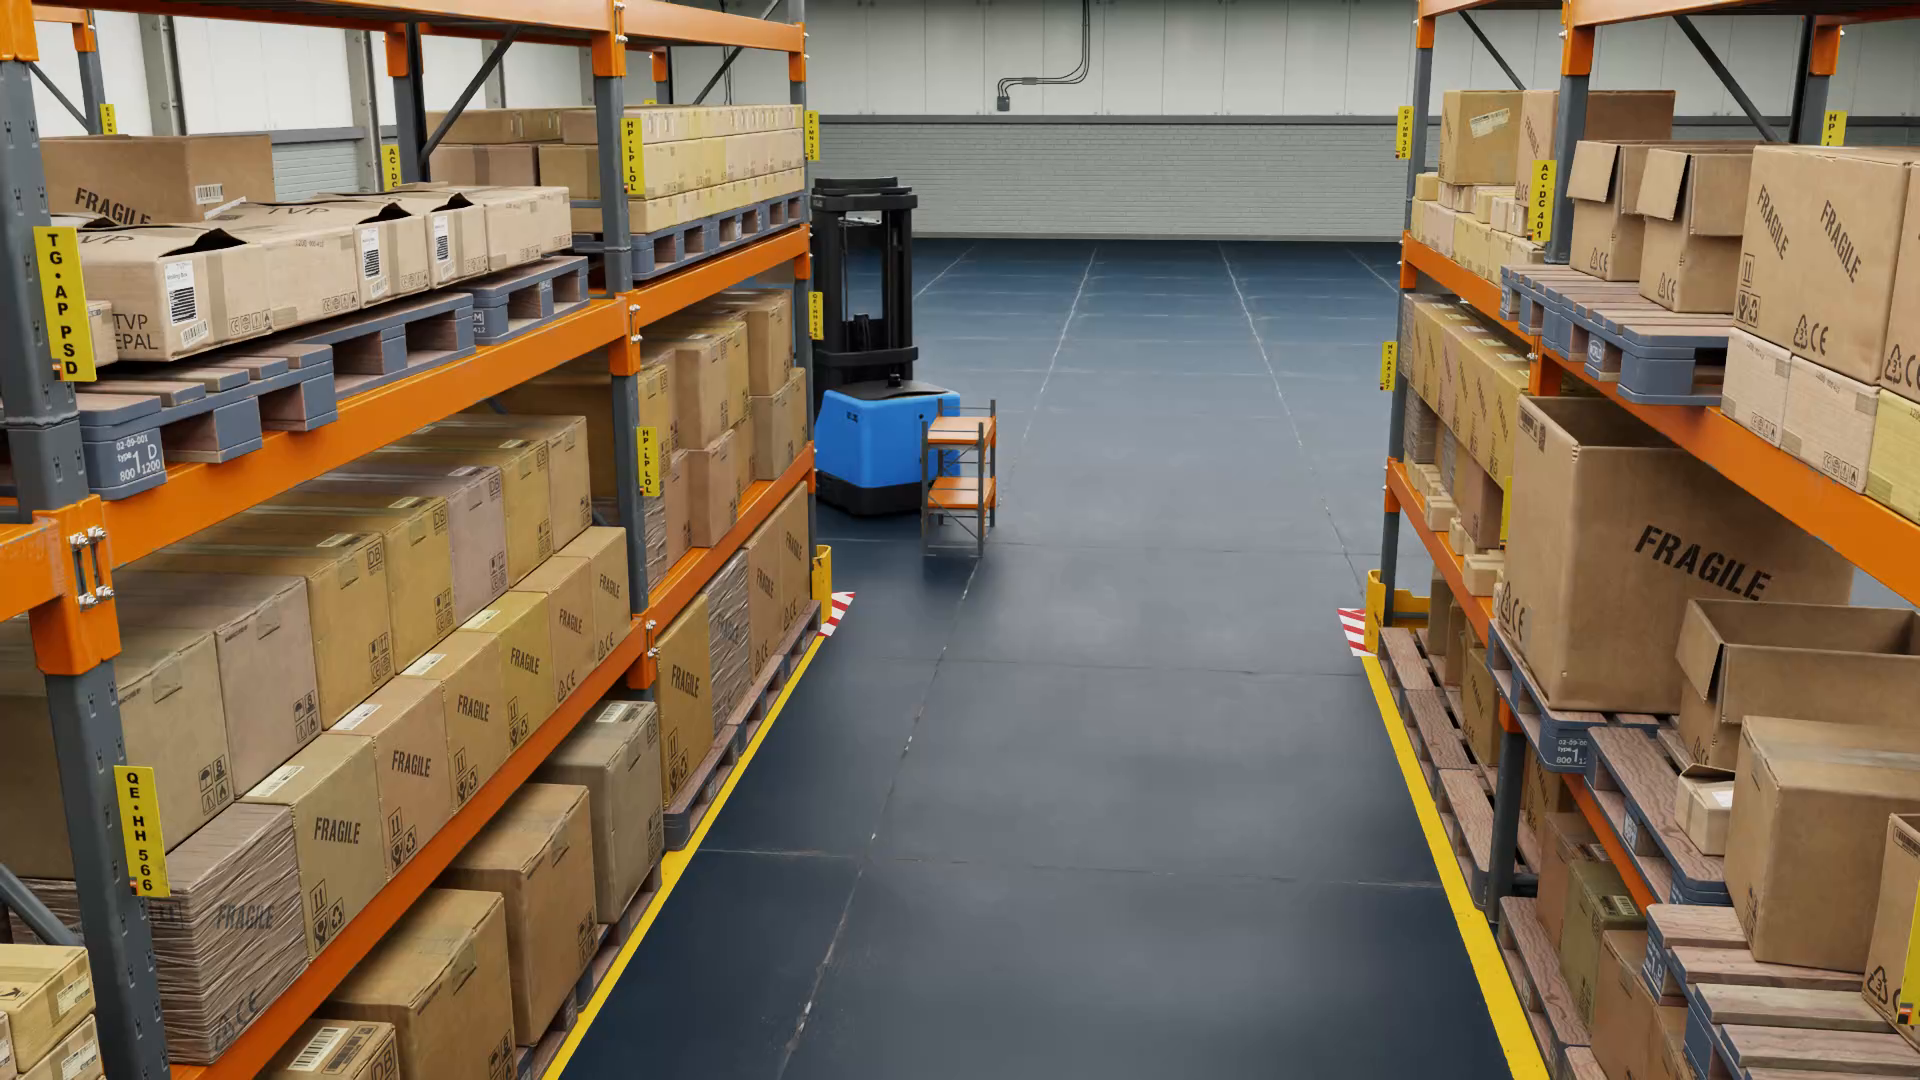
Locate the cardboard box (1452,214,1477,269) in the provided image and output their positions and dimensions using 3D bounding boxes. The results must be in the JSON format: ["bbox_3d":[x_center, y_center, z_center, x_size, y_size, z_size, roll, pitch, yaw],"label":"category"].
[{"bbox_3d":[2.907,-1.580,8.799,0.500,0.250,0.500,2,15,8],"label":"cardboard box"}]

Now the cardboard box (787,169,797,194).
[{"bbox_3d":[-1.263,-2.308,10.688,0.380,0.149,0.250,2,15,7],"label":"cardboard box"}]

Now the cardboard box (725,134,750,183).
[{"bbox_3d":[-1.483,-2.136,9.289,0.500,0.250,0.500,2,15,7],"label":"cardboard box"}]

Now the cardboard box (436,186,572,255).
[{"bbox_3d":[-1.905,-1.293,6.741,0.500,0.250,0.500,2,15,7],"label":"cardboard box"}]

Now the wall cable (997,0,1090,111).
[{"bbox_3d":[2.093,-13.762,41.302,2.305,6.003,0.169,2,15,6],"label":"wall cable"}]

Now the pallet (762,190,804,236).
[{"bbox_3d":[-1.607,-2.104,10.620,1.003,0.211,1.213,2,15,6],"label":"pallet"}]

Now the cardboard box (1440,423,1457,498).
[{"bbox_3d":[3.258,-0.508,9.531,0.875,0.500,0.500,2,15,6],"label":"cardboard box"}]

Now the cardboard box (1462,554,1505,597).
[{"bbox_3d":[2.708,0.179,8.233,0.380,0.149,0.250,2,15,6],"label":"cardboard box"}]

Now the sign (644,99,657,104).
[{"bbox_3d":[-2.084,-2.818,11.263,0.100,0.325,0.005,2,15,6],"label":"sign"}]

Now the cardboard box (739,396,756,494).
[{"bbox_3d":[-1.758,-0.581,10.278,0.875,0.550,0.550,2,15,6],"label":"cardboard box"}]

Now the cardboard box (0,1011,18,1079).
[{"bbox_3d":[-2.066,1.020,3.179,0.380,0.149,0.250,2,15,6],"label":"cardboard box"}]

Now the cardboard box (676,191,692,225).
[{"bbox_3d":[-1.549,-1.648,8.249,0.380,0.149,0.250,2,15,6],"label":"cardboard box"}]

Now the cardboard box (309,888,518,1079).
[{"bbox_3d":[-2.182,1.685,5.691,1.050,0.750,0.750,2,15,7],"label":"cardboard box"}]

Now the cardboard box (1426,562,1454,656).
[{"bbox_3d":[3.297,0.446,10.749,0.500,0.500,0.500,5,16,17],"label":"cardboard box"}]

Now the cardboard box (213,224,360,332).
[{"bbox_3d":[-2.079,-0.754,4.750,0.500,0.250,0.500,2,15,8],"label":"cardboard box"}]

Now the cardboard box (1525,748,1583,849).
[{"bbox_3d":[3.017,1.220,7.889,0.500,0.500,0.500,1,15,5],"label":"cardboard box"}]

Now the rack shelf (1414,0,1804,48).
[{"bbox_3d":[3.158,-2.748,8.468,1.077,0.370,4.000,2,15,6],"label":"rack shelf"}]

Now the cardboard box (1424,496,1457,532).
[{"bbox_3d":[2.849,-0.145,9.432,0.380,0.149,0.250,2,15,6],"label":"cardboard box"}]

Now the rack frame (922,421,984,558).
[{"bbox_3d":[-0.058,-0.409,13.521,0.500,1.125,0.032,2,15,6],"label":"rack frame"}]

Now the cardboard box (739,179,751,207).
[{"bbox_3d":[-1.407,-1.977,9.467,0.380,0.149,0.250,2,15,7],"label":"cardboard box"}]

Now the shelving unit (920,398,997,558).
[{"bbox_3d":[-0.001,-0.541,14.009,0.538,1.125,1.048,2,15,6],"label":"shelving unit"}]

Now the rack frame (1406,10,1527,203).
[{"bbox_3d":[3.384,-3.615,10.292,1.000,3.000,0.127,2,15,6],"label":"rack frame"}]

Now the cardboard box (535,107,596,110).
[{"bbox_3d":[-2.117,-2.248,8.941,0.380,0.149,0.250,2,15,6],"label":"cardboard box"}]

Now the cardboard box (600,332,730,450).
[{"bbox_3d":[-1.765,-0.824,9.108,0.875,0.550,0.550,2,15,6],"label":"cardboard box"}]

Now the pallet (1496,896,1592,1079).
[{"bbox_3d":[2.846,1.866,6.855,1.003,0.211,1.213,2,15,6],"label":"pallet"}]

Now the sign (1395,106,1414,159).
[{"bbox_3d":[2.845,-2.605,10.628,0.100,0.325,0.005,2,15,6],"label":"sign"}]

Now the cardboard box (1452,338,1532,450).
[{"bbox_3d":[2.822,-0.740,8.477,0.500,0.500,0.500,2,15,6],"label":"cardboard box"}]

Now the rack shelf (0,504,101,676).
[{"bbox_3d":[-2.662,0.601,1.823,1.077,0.370,4.000,2,15,6],"label":"rack shelf"}]

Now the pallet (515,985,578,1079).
[{"bbox_3d":[-2.132,2.012,6.318,1.003,0.211,1.213,2,15,6],"label":"pallet"}]

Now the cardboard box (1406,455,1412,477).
[{"bbox_3d":[3.067,-0.467,10.623,0.380,0.149,0.250,2,15,6],"label":"cardboard box"}]

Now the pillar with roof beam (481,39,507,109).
[{"bbox_3d":[-5.384,-9.996,33.890,9.100,9.000,0.400,2,15,6],"label":"pillar with roof beam"}]

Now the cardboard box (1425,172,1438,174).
[{"bbox_3d":[3.123,-2.223,10.412,0.380,0.149,0.250,2,15,6],"label":"cardboard box"}]

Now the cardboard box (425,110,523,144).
[{"bbox_3d":[-2.260,-1.921,7.731,0.380,0.149,0.250,2,15,6],"label":"cardboard box"}]

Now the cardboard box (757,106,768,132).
[{"bbox_3d":[-1.350,-2.494,9.848,0.380,0.149,0.250,2,15,6],"label":"cardboard box"}]

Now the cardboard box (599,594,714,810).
[{"bbox_3d":[-1.844,0.808,8.694,0.875,0.875,0.875,2,15,7],"label":"cardboard box"}]

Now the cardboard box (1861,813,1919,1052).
[{"bbox_3d":[2.502,0.964,3.856,0.500,0.500,0.500,0,15,-1],"label":"cardboard box"}]

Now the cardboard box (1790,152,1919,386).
[{"bbox_3d":[2.333,-0.646,3.910,0.500,0.500,0.500,2,15,6],"label":"cardboard box"}]

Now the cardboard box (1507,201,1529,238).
[{"bbox_3d":[2.745,-1.477,7.654,0.380,0.149,0.250,1,15,3],"label":"cardboard box"}]

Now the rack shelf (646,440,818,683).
[{"bbox_3d":[-1.759,-0.025,9.888,1.077,0.370,4.000,2,15,6],"label":"rack shelf"}]

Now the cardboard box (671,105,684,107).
[{"bbox_3d":[-1.945,-2.646,10.410,0.380,0.149,0.250,1,15,5],"label":"cardboard box"}]

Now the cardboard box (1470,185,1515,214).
[{"bbox_3d":[2.960,-1.820,8.924,0.380,0.149,0.250,2,15,6],"label":"cardboard box"}]

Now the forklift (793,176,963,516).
[{"bbox_3d":[-1.153,-1.968,15.827,1.130,2.935,3.031,-9,17,-29],"label":"forklift"}]

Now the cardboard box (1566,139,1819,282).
[{"bbox_3d":[2.781,-1.263,6.339,0.797,0.503,0.637,1,15,3],"label":"cardboard box"}]

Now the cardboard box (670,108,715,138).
[{"bbox_3d":[-1.493,-2.166,8.635,0.380,0.149,0.250,2,15,7],"label":"cardboard box"}]

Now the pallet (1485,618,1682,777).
[{"bbox_3d":[2.702,0.605,6.546,1.003,0.211,1.213,2,15,6],"label":"pallet"}]

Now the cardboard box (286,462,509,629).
[{"bbox_3d":[-2.148,0.009,6.277,0.700,0.500,0.500,2,15,7],"label":"cardboard box"}]

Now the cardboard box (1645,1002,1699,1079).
[{"bbox_3d":[2.644,1.884,5.393,0.700,0.500,0.500,3,15,11],"label":"cardboard box"}]

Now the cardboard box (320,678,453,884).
[{"bbox_3d":[-2.005,0.764,5.399,0.500,0.500,0.500,2,15,6],"label":"cardboard box"}]

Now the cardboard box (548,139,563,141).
[{"bbox_3d":[-2.127,-1.891,8.382,0.500,0.250,0.500,2,15,6],"label":"cardboard box"}]

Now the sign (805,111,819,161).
[{"bbox_3d":[-0.996,-2.709,11.143,0.100,0.325,0.005,2,15,6],"label":"sign"}]

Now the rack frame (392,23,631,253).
[{"bbox_3d":[-1.985,-2.750,7.093,1.000,3.000,0.127,2,15,6],"label":"rack frame"}]

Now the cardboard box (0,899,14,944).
[{"bbox_3d":[-2.652,1.010,4.487,0.500,0.500,0.500,2,15,6],"label":"cardboard box"}]
